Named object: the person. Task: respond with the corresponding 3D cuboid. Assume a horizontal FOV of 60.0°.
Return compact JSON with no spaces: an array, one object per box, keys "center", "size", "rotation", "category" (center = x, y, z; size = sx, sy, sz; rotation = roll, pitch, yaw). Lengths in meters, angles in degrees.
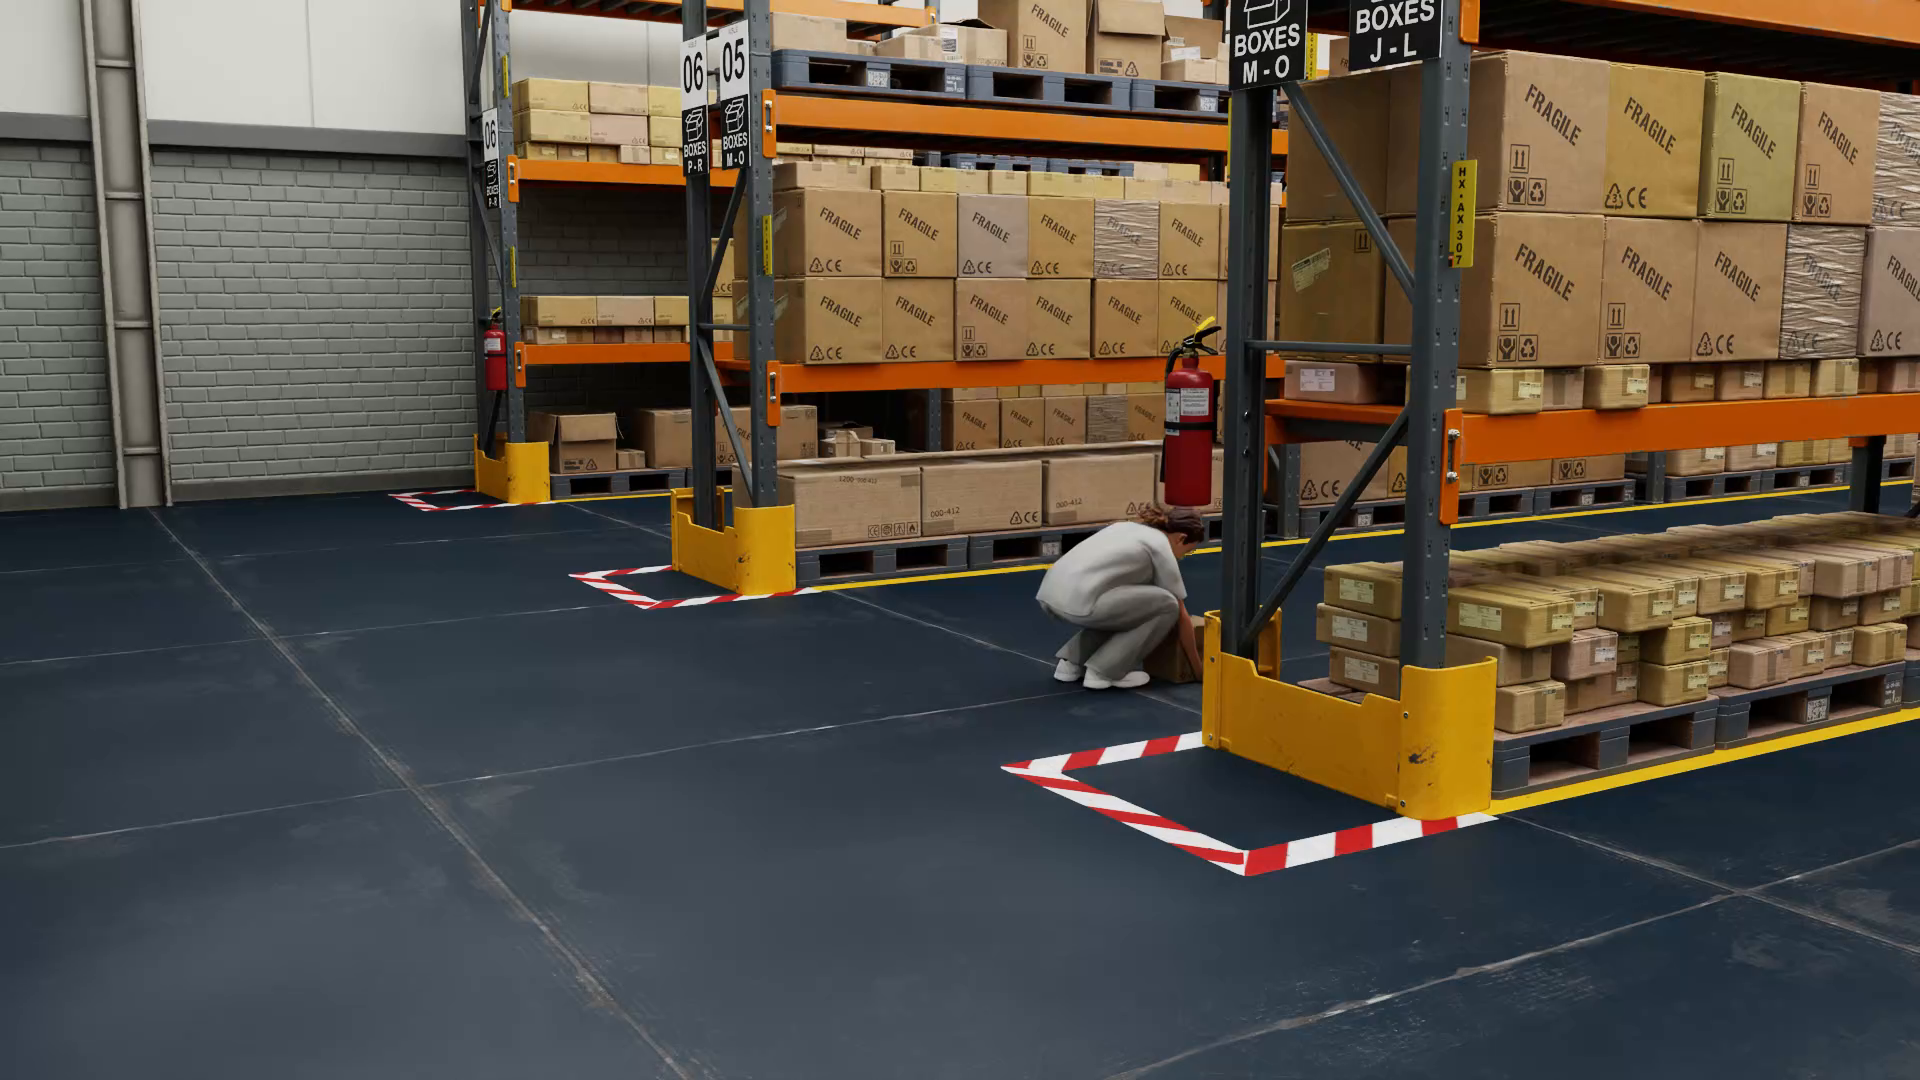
[{"center":[0.729,0.267,7.332],"size":[0.817,0.817,0.469],"rotation":[-3,9,-23],"category":"person"}]
